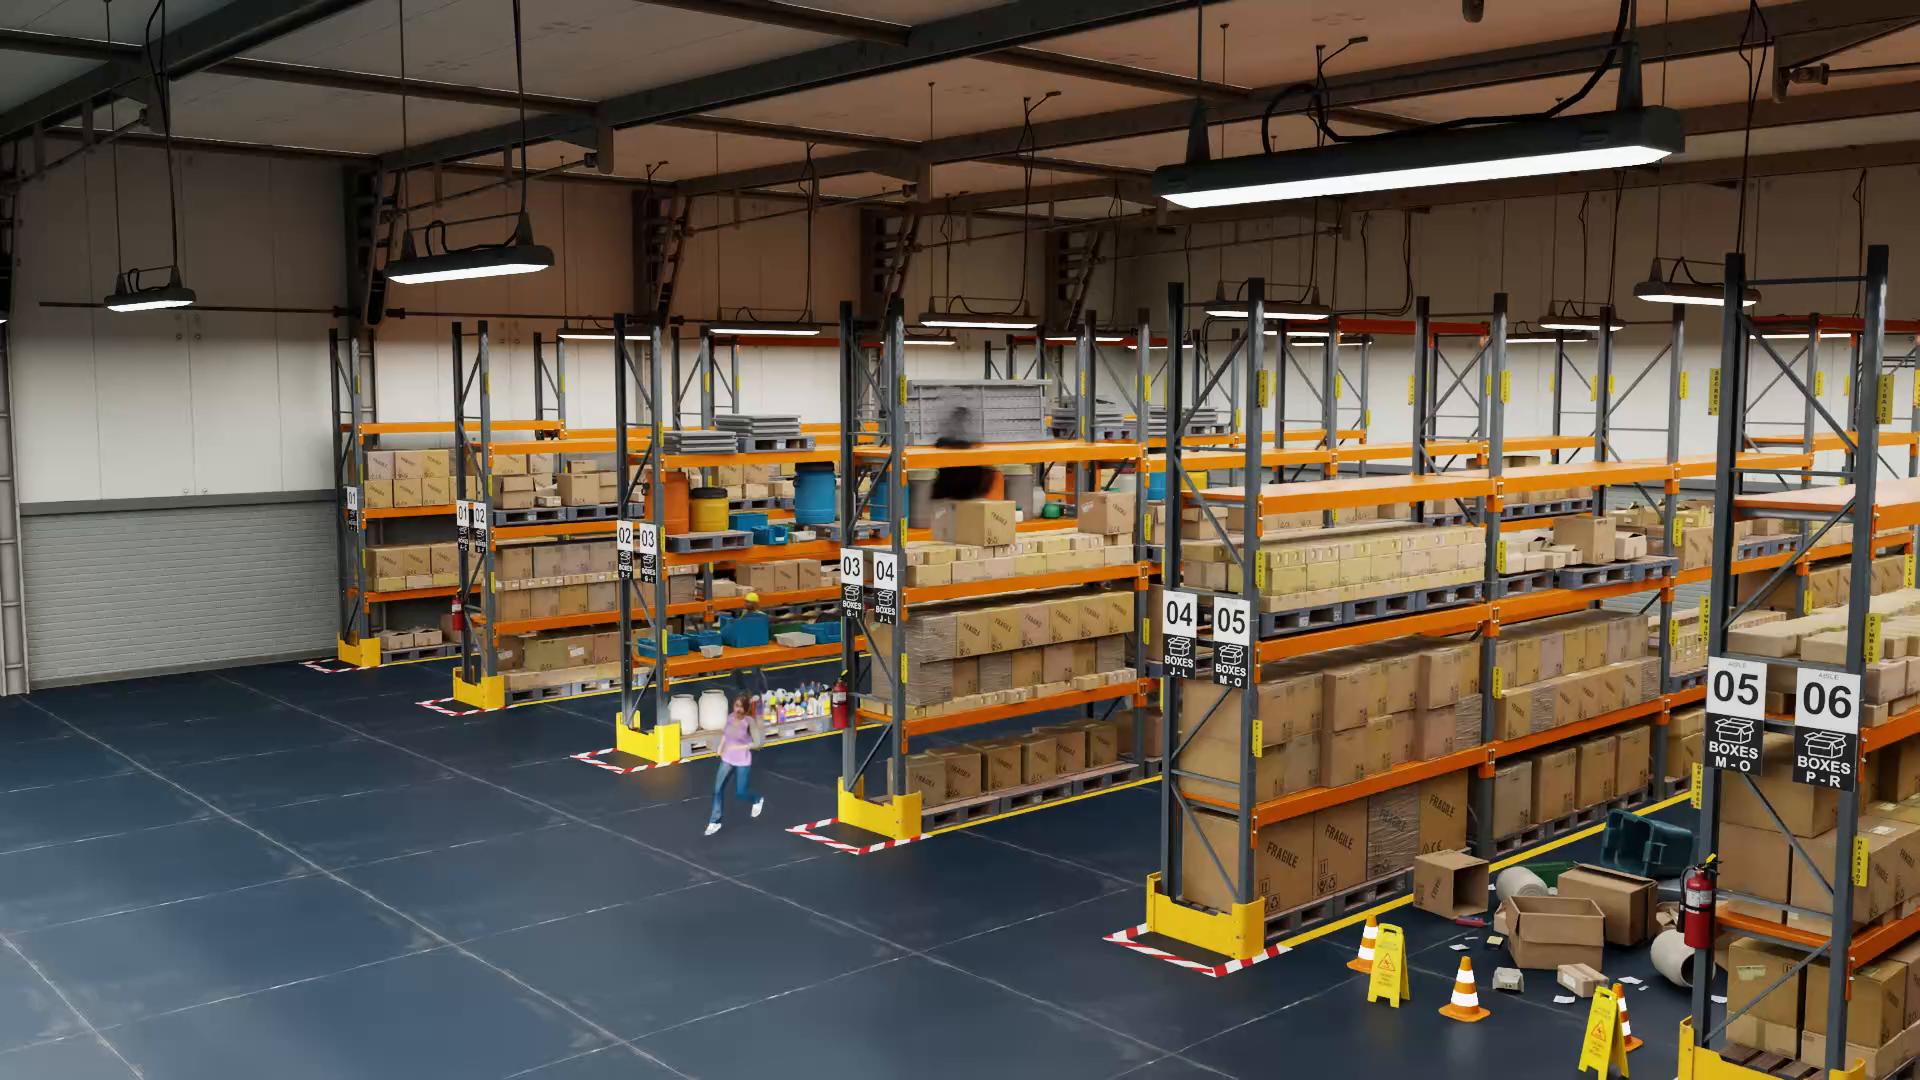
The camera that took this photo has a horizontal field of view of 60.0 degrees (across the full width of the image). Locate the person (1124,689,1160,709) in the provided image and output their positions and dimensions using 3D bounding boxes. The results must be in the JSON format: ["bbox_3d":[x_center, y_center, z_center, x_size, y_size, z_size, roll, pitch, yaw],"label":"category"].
[{"bbox_3d":[2.726,1.841,24.951,0.693,1.748,0.878,5,8,43],"label":"person"}]

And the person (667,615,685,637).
[{"bbox_3d":[-5.359,1.277,31.036,0.558,1.658,0.648,-5,8,-41],"label":"person"}]

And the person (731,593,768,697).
[{"bbox_3d":[-3.298,1.720,26.048,0.670,1.801,0.728,4,7,36],"label":"person"}]

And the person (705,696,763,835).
[{"bbox_3d":[-2.508,2.540,18.960,0.565,1.570,0.781,3,6,25],"label":"person"}]
